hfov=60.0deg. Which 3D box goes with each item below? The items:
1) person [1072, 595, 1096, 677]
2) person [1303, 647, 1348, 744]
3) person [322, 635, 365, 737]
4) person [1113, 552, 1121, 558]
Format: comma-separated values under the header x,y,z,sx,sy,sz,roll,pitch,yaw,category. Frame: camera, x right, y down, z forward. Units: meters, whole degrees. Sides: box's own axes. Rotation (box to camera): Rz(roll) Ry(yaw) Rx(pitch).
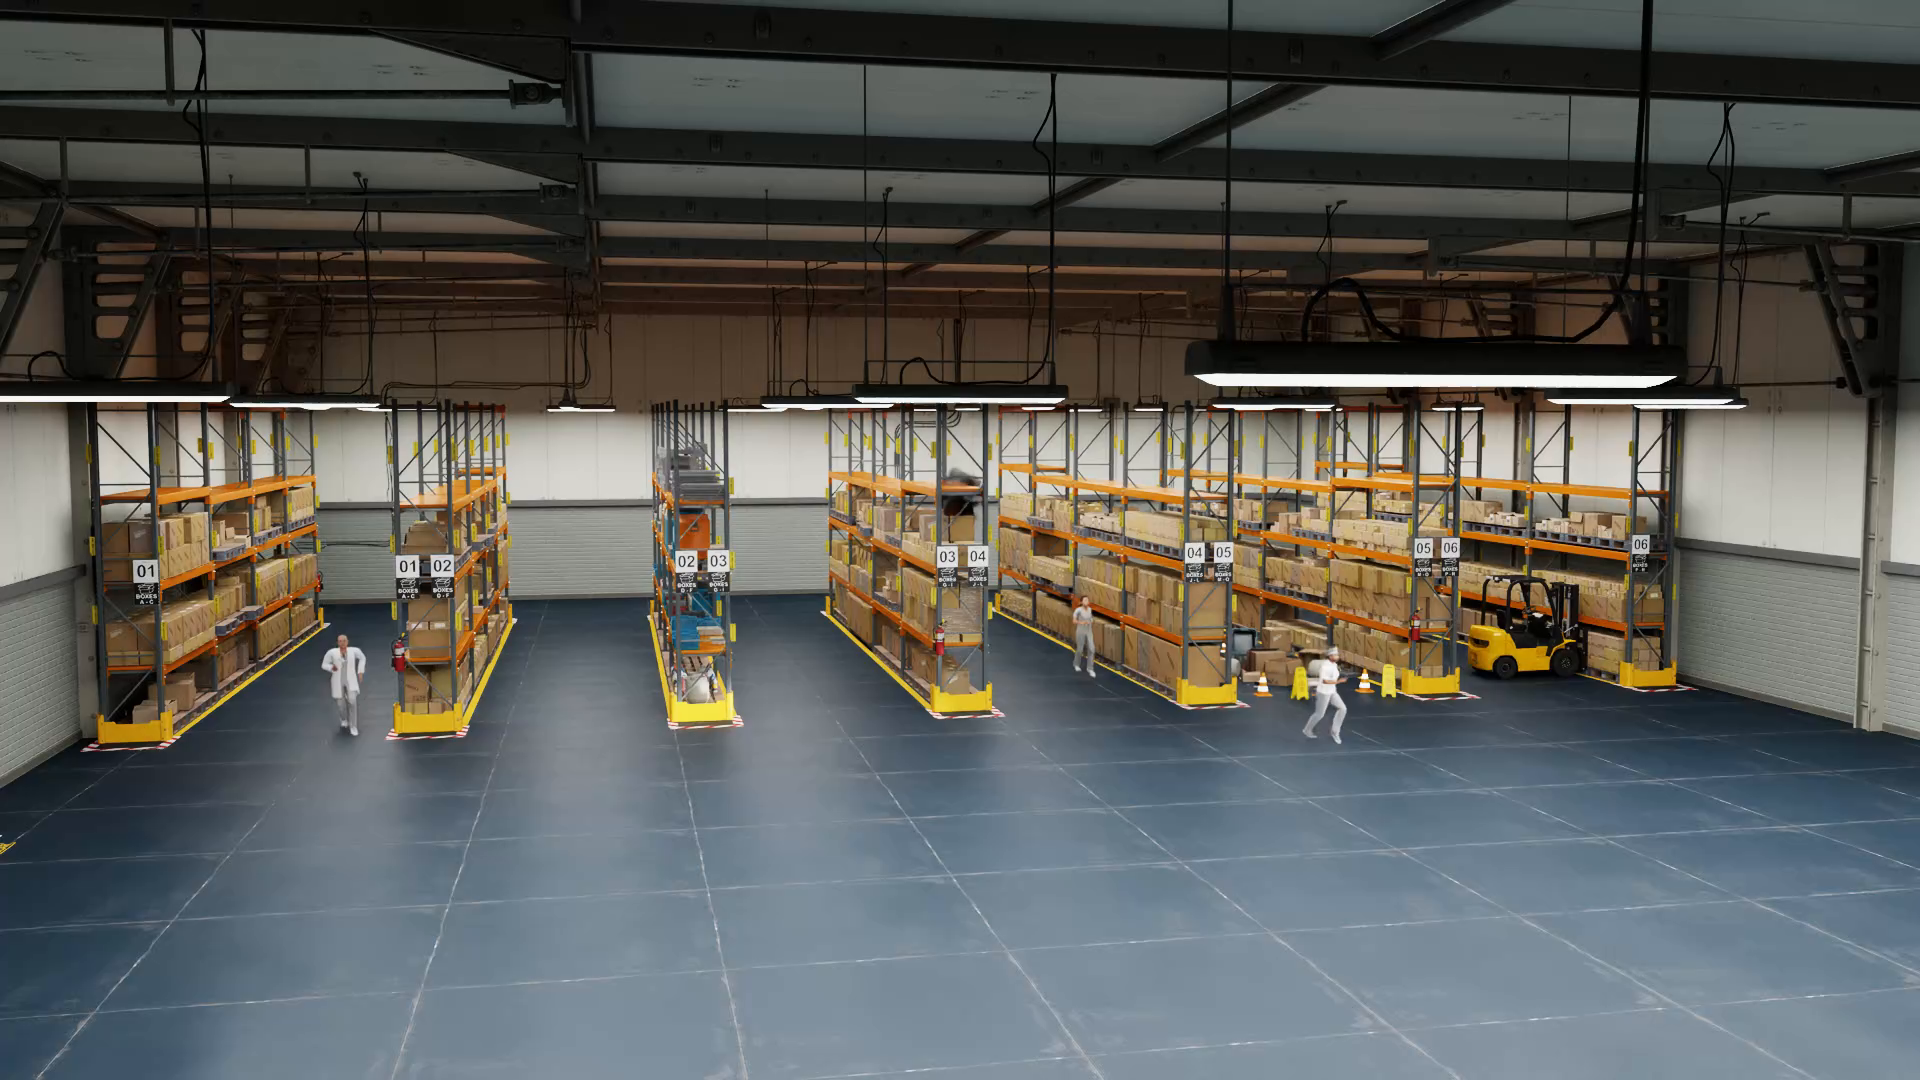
x,y,z,sx,sy,sz,roll,pitch,yaw,category
2.607,2.012,35.285,0.552,1.710,0.774,-2,5,-20,person
6.386,2.700,29.049,0.831,1.721,0.599,3,5,36,person
-11.071,2.639,29.896,0.733,1.733,0.892,-1,5,-18,person
4.936,1.037,50.785,0.649,1.735,0.705,0,4,-2,person
